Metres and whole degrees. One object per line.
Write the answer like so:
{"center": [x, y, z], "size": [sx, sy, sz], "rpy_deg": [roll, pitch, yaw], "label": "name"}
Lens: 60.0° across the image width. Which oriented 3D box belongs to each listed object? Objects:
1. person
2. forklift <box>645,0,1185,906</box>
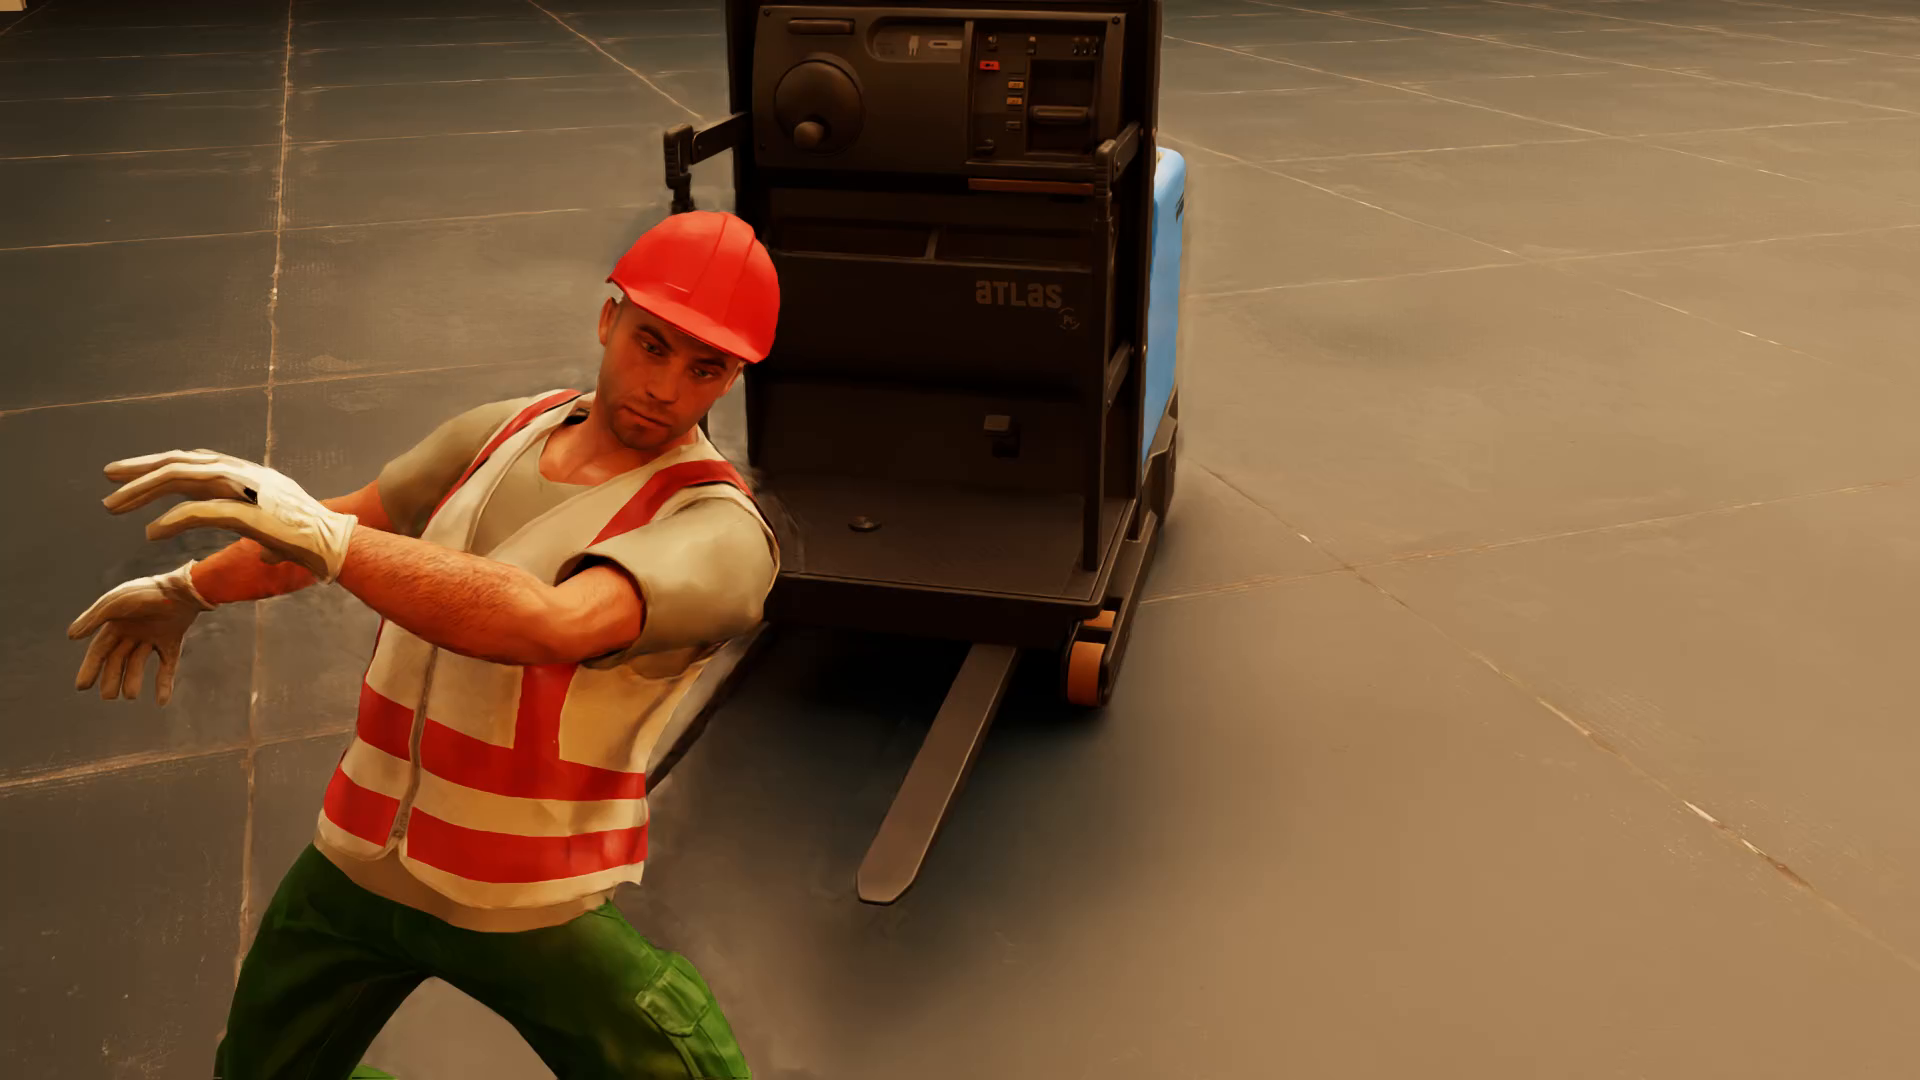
{"center": [-0.682, 0.384, 2.108], "size": [0.997, 1.557, 0.808], "rpy_deg": [10, 25, 22], "label": "person"}
{"center": [-0.107, -1.098, 3.909], "size": [1.130, 2.935, 3.031], "rpy_deg": [5, 23, 12], "label": "forklift"}
